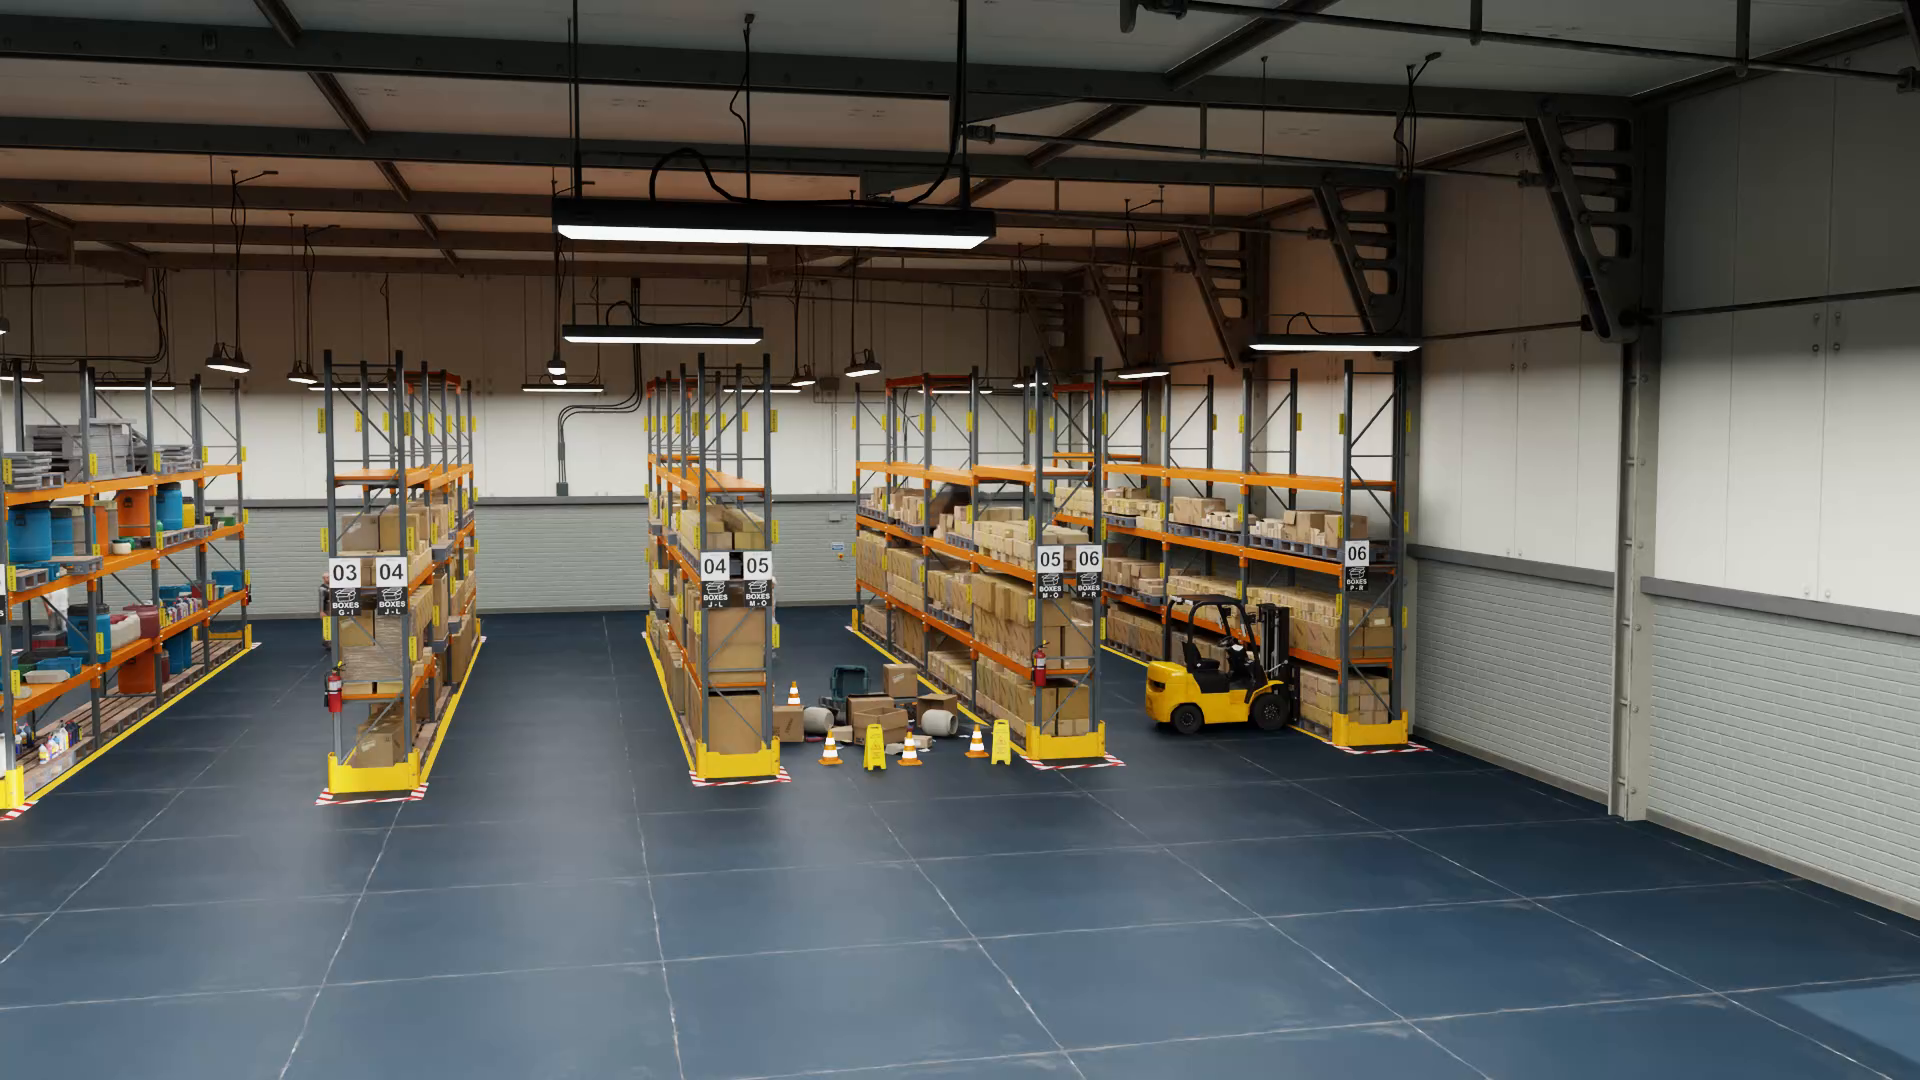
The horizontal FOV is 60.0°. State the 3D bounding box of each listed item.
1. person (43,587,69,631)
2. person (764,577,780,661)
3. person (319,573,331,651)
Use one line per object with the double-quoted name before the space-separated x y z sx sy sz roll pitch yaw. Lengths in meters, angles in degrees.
"person" -20.094 1.576 37.004 0.544 1.735 0.992 -3 5 -35
"person" -4.056 1.654 35.288 0.409 1.780 0.595 -3 5 -36
"person" -13.915 1.586 36.695 0.435 1.726 0.554 0 4 -3
